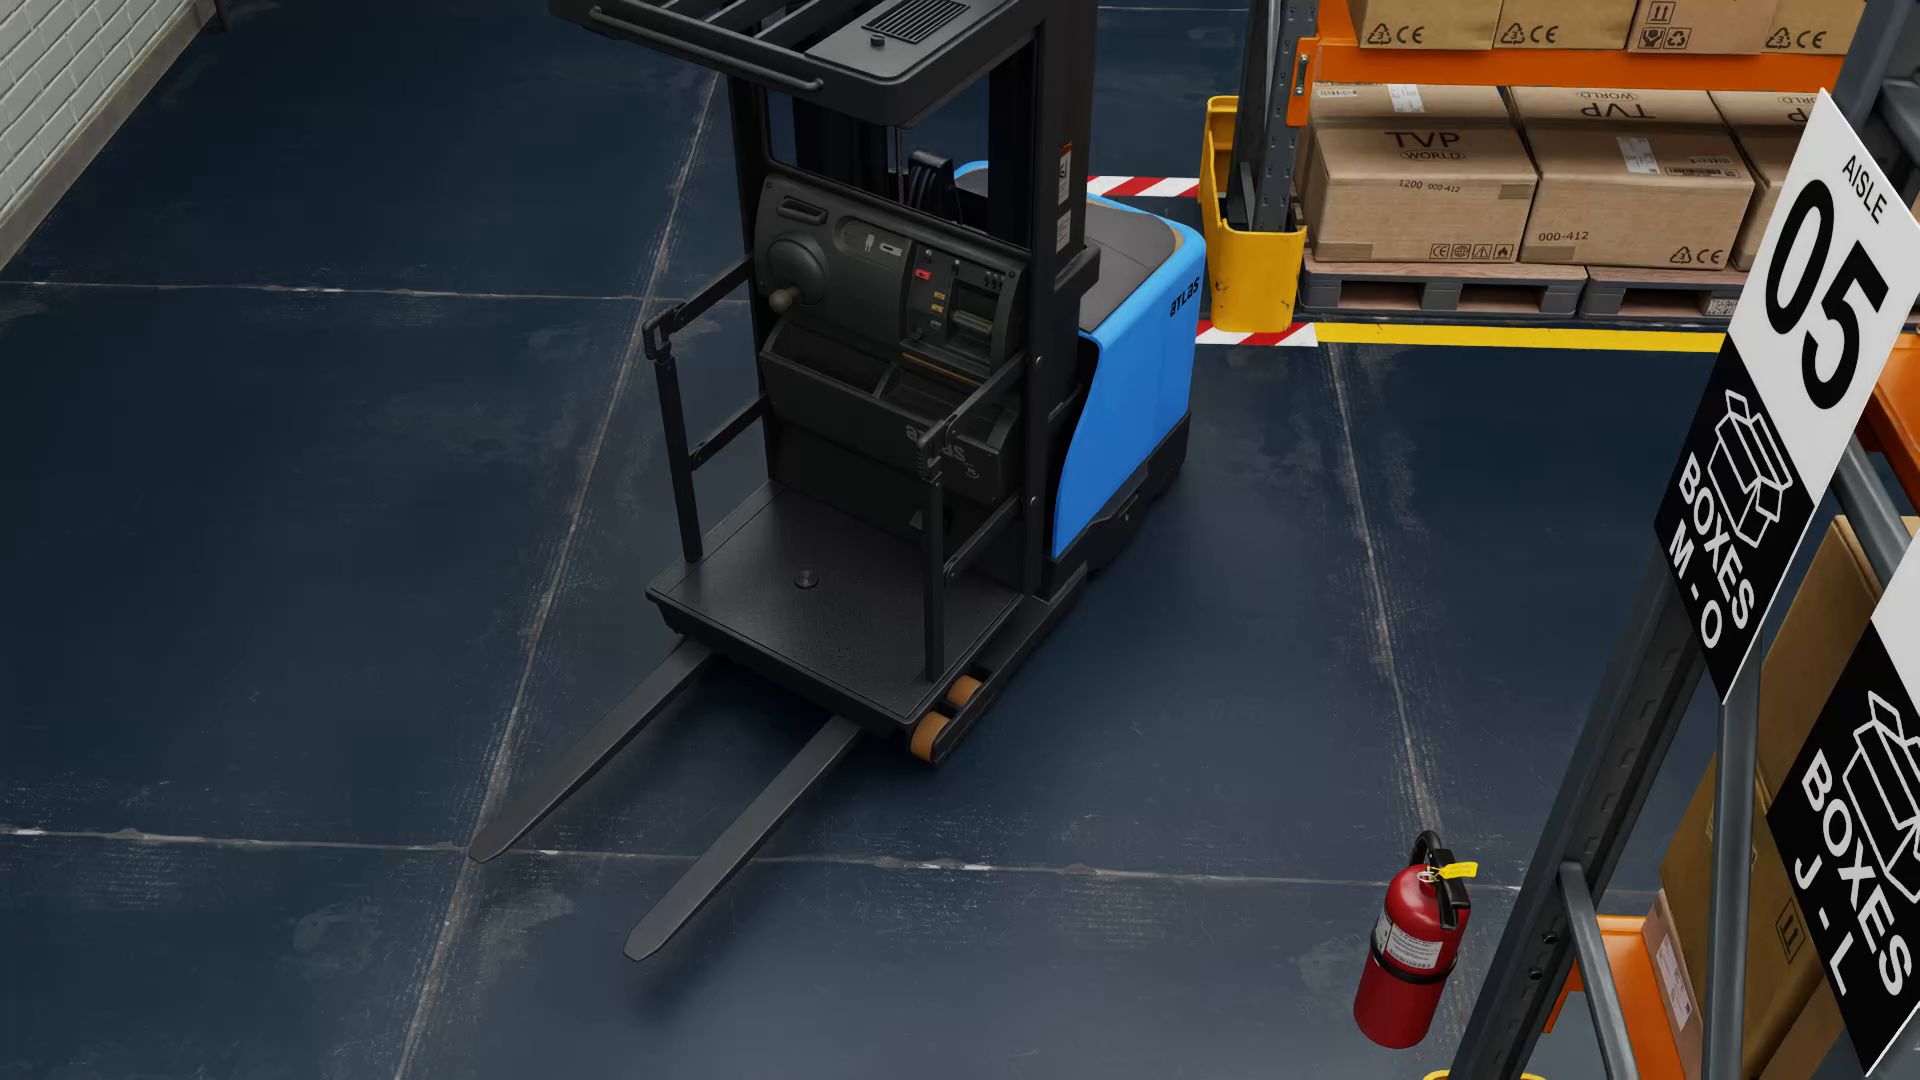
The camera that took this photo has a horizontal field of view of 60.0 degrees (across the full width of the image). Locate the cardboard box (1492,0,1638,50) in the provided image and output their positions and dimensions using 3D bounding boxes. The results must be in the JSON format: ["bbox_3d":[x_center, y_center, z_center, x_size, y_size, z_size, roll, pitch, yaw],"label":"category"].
[{"bbox_3d":[2.292,-2.225,6.364,0.500,0.500,0.500,1,43,1],"label":"cardboard box"}]

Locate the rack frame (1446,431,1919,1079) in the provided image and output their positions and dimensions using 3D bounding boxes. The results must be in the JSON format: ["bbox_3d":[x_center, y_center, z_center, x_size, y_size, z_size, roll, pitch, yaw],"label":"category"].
[{"bbox_3d":[1.197,0.979,2.999,0.127,3.000,1.000,2,43,2],"label":"rack frame"}]

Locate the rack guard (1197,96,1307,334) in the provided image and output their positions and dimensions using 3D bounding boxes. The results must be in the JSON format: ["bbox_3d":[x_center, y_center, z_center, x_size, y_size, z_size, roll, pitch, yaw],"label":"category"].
[{"bbox_3d":[1.295,-1.481,7.473,0.348,0.500,1.175,2,43,2],"label":"rack guard"}]

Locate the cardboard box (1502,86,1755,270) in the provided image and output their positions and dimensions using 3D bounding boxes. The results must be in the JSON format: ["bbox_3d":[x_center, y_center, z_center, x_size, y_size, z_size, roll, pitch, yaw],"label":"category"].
[{"bbox_3d":[2.897,-1.636,7.378,0.875,0.438,0.875,3,43,3],"label":"cardboard box"}]

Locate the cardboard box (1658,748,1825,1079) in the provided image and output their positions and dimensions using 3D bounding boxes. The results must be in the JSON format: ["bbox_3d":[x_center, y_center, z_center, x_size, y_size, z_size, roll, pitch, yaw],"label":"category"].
[{"bbox_3d":[1.657,0.672,3.036,0.500,0.500,0.500,3,43,3],"label":"cardboard box"}]

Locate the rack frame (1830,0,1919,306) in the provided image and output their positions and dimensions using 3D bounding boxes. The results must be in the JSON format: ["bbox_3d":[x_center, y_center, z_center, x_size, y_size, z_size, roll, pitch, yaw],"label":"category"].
[{"bbox_3d":[1.197,-1.216,0.954,0.127,3.000,1.000,2,43,2],"label":"rack frame"}]

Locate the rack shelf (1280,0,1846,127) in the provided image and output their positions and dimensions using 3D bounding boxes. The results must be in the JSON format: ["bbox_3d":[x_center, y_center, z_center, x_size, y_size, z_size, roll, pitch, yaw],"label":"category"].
[{"bbox_3d":[3.317,-2.070,6.799,4.000,0.370,1.077,2,43,2],"label":"rack shelf"}]

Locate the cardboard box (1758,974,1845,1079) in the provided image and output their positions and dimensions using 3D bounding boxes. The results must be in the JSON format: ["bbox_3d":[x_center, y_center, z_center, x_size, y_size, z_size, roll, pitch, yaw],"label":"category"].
[{"bbox_3d":[1.633,1.035,2.646,0.500,0.500,0.500,4,43,4],"label":"cardboard box"}]

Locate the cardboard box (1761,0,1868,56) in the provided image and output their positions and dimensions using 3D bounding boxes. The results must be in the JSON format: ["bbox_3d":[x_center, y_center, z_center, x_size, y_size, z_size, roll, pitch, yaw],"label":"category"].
[{"bbox_3d":[3.300,-2.193,6.330,0.500,0.500,0.500,3,43,3],"label":"cardboard box"}]

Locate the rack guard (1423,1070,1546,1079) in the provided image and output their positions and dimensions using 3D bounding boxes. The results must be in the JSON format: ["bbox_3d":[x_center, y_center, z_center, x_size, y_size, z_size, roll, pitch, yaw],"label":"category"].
[{"bbox_3d":[1.273,1.896,3.848,0.348,0.500,1.175,2,43,2],"label":"rack guard"}]

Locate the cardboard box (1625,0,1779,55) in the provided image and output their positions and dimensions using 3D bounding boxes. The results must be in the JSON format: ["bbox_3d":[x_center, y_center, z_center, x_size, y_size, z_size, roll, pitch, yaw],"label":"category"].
[{"bbox_3d":[2.799,-2.197,6.334,0.500,0.500,0.500,2,43,2],"label":"cardboard box"}]

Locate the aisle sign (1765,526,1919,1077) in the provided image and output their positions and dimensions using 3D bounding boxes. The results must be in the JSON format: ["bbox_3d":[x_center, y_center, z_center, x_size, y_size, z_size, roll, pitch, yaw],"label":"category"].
[{"bbox_3d":[1.110,0.230,1.896,0.004,0.787,0.394,2,43,2],"label":"aisle sign"}]

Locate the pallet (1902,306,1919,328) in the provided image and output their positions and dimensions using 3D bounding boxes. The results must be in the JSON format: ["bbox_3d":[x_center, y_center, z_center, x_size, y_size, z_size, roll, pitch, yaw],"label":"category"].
[{"bbox_3d":[4.558,-1.328,7.521,1.213,0.211,1.003,2,43,2],"label":"pallet"}]

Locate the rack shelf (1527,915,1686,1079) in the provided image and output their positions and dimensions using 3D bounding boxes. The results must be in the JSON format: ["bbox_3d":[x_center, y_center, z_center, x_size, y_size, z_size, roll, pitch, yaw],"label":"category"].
[{"bbox_3d":[3.195,1.304,3.178,4.000,0.370,1.077,2,43,2],"label":"rack shelf"}]

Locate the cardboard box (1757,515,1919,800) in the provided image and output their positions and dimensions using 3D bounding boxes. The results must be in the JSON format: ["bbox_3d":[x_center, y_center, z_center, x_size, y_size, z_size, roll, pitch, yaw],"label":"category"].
[{"bbox_3d":[1.665,0.312,2.689,0.500,0.500,0.500,1,43,1],"label":"cardboard box"}]

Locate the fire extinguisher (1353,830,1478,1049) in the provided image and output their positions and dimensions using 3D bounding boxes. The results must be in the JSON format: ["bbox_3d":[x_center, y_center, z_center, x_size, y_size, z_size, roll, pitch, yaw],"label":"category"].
[{"bbox_3d":[0.966,0.822,3.498,0.183,0.674,0.296,2,43,2],"label":"fire extinguisher"}]

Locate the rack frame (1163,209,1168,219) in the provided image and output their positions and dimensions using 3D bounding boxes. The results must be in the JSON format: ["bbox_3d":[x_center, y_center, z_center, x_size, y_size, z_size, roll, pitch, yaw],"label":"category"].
[{"bbox_3d":[0.717,-0.850,6.502,0.006,0.900,0.240,23,48,23],"label":"rack frame"}]

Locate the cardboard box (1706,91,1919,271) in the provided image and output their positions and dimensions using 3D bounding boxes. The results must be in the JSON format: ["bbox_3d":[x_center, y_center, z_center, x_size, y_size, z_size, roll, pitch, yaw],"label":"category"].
[{"bbox_3d":[3.798,-1.608,7.347,0.875,0.438,0.875,1,43,1],"label":"cardboard box"}]

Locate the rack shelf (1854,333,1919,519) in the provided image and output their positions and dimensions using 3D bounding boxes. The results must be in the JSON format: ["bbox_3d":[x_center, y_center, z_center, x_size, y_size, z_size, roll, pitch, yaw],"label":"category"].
[{"bbox_3d":[3.195,0.206,2.155,4.000,0.370,1.077,2,43,2],"label":"rack shelf"}]

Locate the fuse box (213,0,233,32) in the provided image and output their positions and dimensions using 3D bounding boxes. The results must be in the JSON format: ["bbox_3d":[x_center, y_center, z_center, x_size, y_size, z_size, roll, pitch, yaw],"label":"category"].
[{"bbox_3d":[-4.075,-3.507,8.759,0.414,1.711,0.539,2,43,2],"label":"fuse box"}]

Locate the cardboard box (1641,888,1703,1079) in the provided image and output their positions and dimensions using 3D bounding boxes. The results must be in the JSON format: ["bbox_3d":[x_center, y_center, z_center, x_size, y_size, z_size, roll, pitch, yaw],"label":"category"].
[{"bbox_3d":[1.535,0.888,3.280,0.250,0.149,0.380,2,43,2],"label":"cardboard box"}]

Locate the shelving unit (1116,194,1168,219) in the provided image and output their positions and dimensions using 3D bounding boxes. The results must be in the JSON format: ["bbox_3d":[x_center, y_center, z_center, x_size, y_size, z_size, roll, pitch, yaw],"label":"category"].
[{"bbox_3d":[0.631,-0.887,6.542,0.210,0.900,0.258,23,48,23],"label":"shelving unit"}]

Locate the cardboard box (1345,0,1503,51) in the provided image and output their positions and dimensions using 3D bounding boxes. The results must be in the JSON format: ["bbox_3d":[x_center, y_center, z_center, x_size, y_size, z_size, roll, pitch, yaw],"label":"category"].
[{"bbox_3d":[1.785,-2.221,6.360,0.500,0.500,0.500,1,43,2],"label":"cardboard box"}]

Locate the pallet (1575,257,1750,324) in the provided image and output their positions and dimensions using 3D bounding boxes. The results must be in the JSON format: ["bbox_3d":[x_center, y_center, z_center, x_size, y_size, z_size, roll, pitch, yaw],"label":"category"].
[{"bbox_3d":[3.336,-1.364,7.559,1.213,0.211,1.003,2,43,2],"label":"pallet"}]

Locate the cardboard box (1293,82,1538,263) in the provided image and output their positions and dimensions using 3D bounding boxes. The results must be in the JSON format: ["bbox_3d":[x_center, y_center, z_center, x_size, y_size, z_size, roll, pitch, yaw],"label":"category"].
[{"bbox_3d":[1.982,-1.659,7.402,0.875,0.438,0.875,0,43,0],"label":"cardboard box"}]

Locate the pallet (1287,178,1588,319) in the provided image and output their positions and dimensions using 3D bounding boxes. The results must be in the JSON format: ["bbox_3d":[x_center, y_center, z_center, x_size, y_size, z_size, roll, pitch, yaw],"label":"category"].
[{"bbox_3d":[2.121,-1.403,7.602,1.213,0.211,1.003,2,43,2],"label":"pallet"}]

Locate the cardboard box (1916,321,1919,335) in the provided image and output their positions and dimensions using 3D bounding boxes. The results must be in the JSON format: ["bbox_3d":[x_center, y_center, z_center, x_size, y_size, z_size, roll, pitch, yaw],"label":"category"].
[{"bbox_3d":[1.663,-0.230,2.206,0.500,0.250,0.500,1,43,1],"label":"cardboard box"}]

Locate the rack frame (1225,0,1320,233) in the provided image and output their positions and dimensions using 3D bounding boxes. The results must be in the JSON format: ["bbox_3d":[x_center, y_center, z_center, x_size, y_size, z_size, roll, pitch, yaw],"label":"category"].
[{"bbox_3d":[1.319,-2.395,6.620,0.127,3.000,1.000,2,43,2],"label":"rack frame"}]

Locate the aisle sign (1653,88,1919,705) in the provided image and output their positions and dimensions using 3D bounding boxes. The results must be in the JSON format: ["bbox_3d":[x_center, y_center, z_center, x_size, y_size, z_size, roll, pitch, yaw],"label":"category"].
[{"bbox_3d":[1.137,-0.179,2.334,0.004,0.787,0.394,2,43,2],"label":"aisle sign"}]

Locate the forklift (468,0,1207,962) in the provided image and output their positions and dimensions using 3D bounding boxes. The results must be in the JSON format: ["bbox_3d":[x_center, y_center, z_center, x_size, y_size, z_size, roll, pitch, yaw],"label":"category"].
[{"bbox_3d":[-0.347,-0.714,4.866,1.130,2.935,3.031,24,48,24],"label":"forklift"}]

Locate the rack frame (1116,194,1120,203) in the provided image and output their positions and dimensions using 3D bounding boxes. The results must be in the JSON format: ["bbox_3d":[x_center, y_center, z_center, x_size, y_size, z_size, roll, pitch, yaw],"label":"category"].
[{"bbox_3d":[0.545,-0.924,6.581,0.006,0.900,0.240,23,48,23],"label":"rack frame"}]
